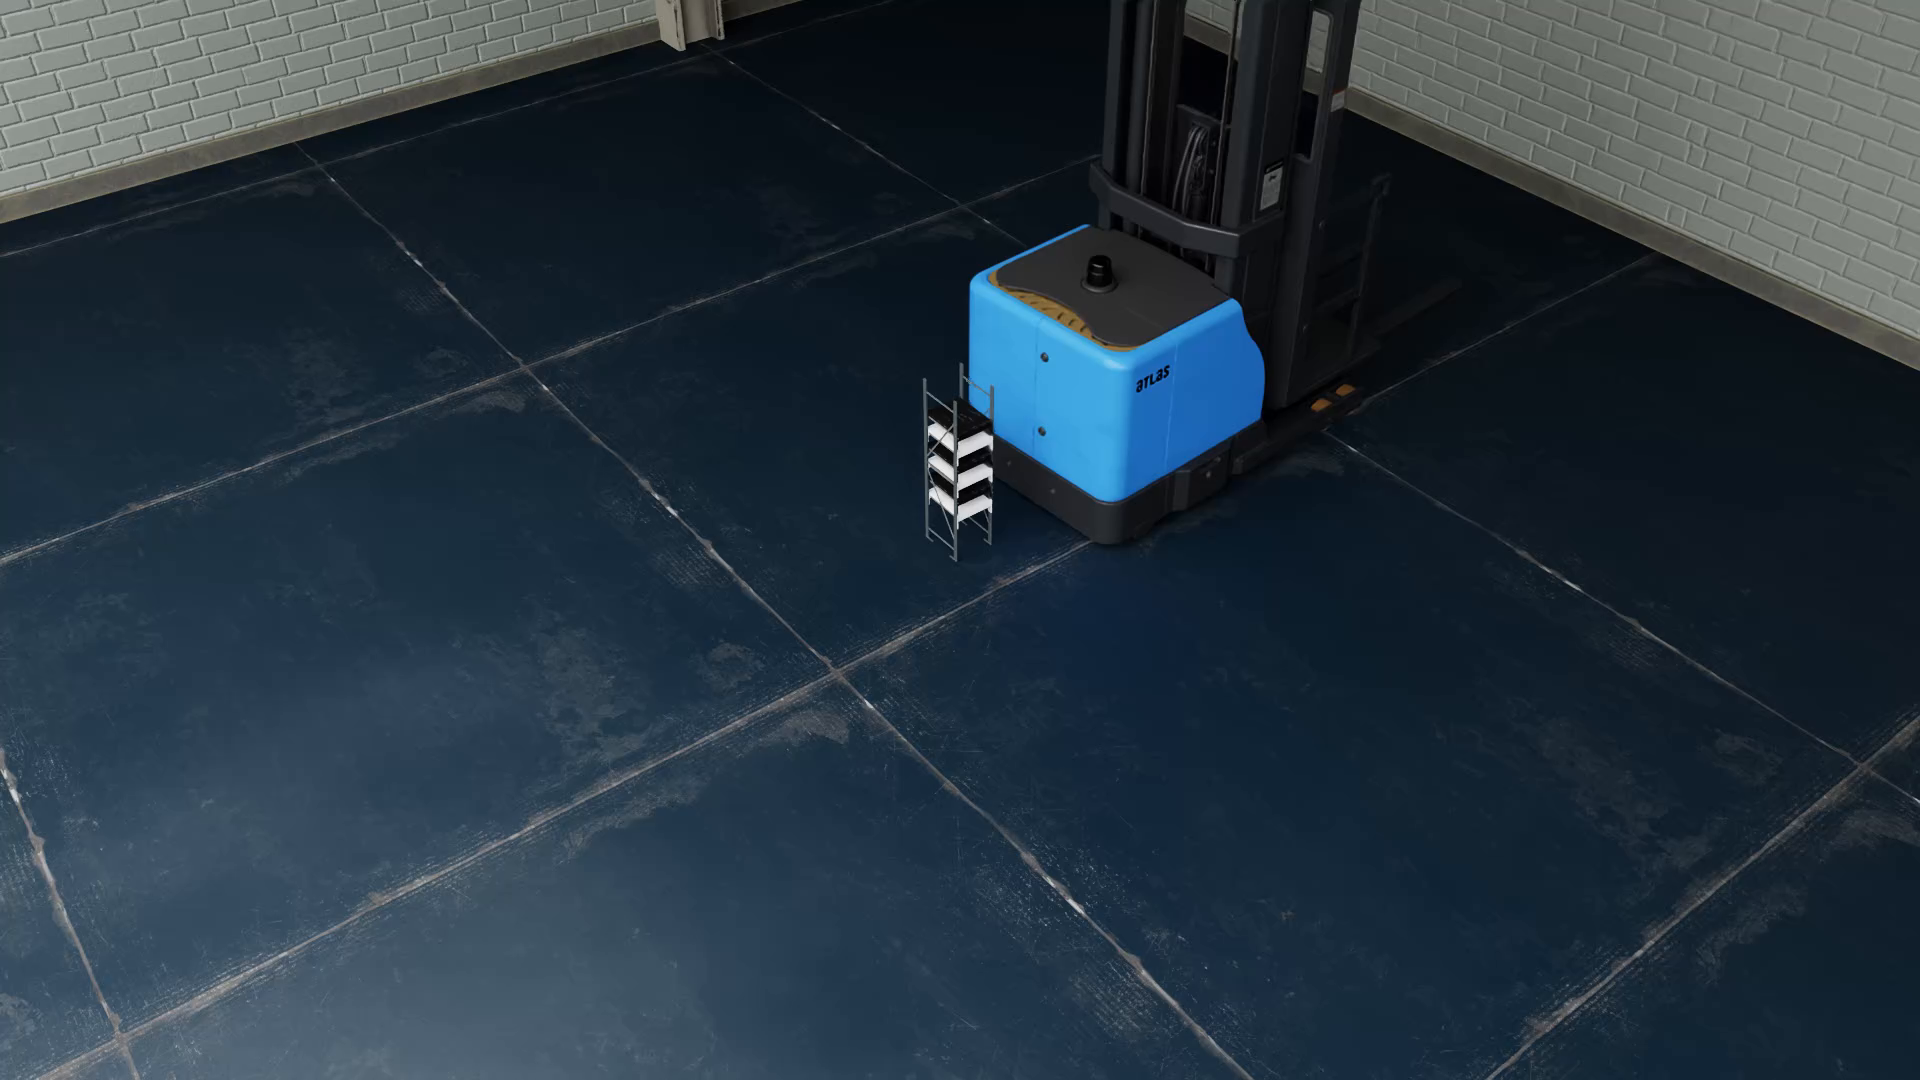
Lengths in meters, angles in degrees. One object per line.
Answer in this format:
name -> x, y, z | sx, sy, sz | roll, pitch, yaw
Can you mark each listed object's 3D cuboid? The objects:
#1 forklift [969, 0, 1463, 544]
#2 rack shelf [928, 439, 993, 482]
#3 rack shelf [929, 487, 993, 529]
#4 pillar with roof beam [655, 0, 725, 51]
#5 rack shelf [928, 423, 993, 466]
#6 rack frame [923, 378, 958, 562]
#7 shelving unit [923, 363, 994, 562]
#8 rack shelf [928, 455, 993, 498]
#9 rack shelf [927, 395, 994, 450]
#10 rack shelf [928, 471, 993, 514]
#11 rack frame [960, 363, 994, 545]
forklift -> 1.462, -1.917, 7.909 | 3.031, 2.935, 1.130 | -30, 48, -31
rack shelf -> -0.006, -0.389, 7.558 | 0.200, 0.077, 0.258 | -26, 46, -28
rack shelf -> -0.006, -0.180, 7.730 | 0.200, 0.077, 0.258 | -26, 46, -28
pillar with roof beam -> 0.615, -5.079, 6.980 | 0.400, 9.000, 9.100 | -26, 46, -28
rack shelf -> -0.006, -0.458, 7.501 | 0.200, 0.077, 0.258 | -26, 46, -28
rack frame -> -0.087, -0.305, 7.546 | 0.006, 0.900, 0.240 | -26, 46, -28
shelving unit -> -0.006, -0.345, 7.594 | 0.210, 0.900, 0.258 | -26, 46, -28
rack shelf -> -0.006, -0.319, 7.615 | 0.200, 0.077, 0.258 | -26, 46, -28
rack shelf -> -0.006, -0.528, 7.444 | 0.200, 0.077, 0.258 | -26, 46, -28
rack shelf -> -0.006, -0.249, 7.672 | 0.200, 0.077, 0.258 | -26, 46, -28
rack frame -> 0.074, -0.384, 7.642 | 0.006, 0.900, 0.240 | -26, 46, -28
